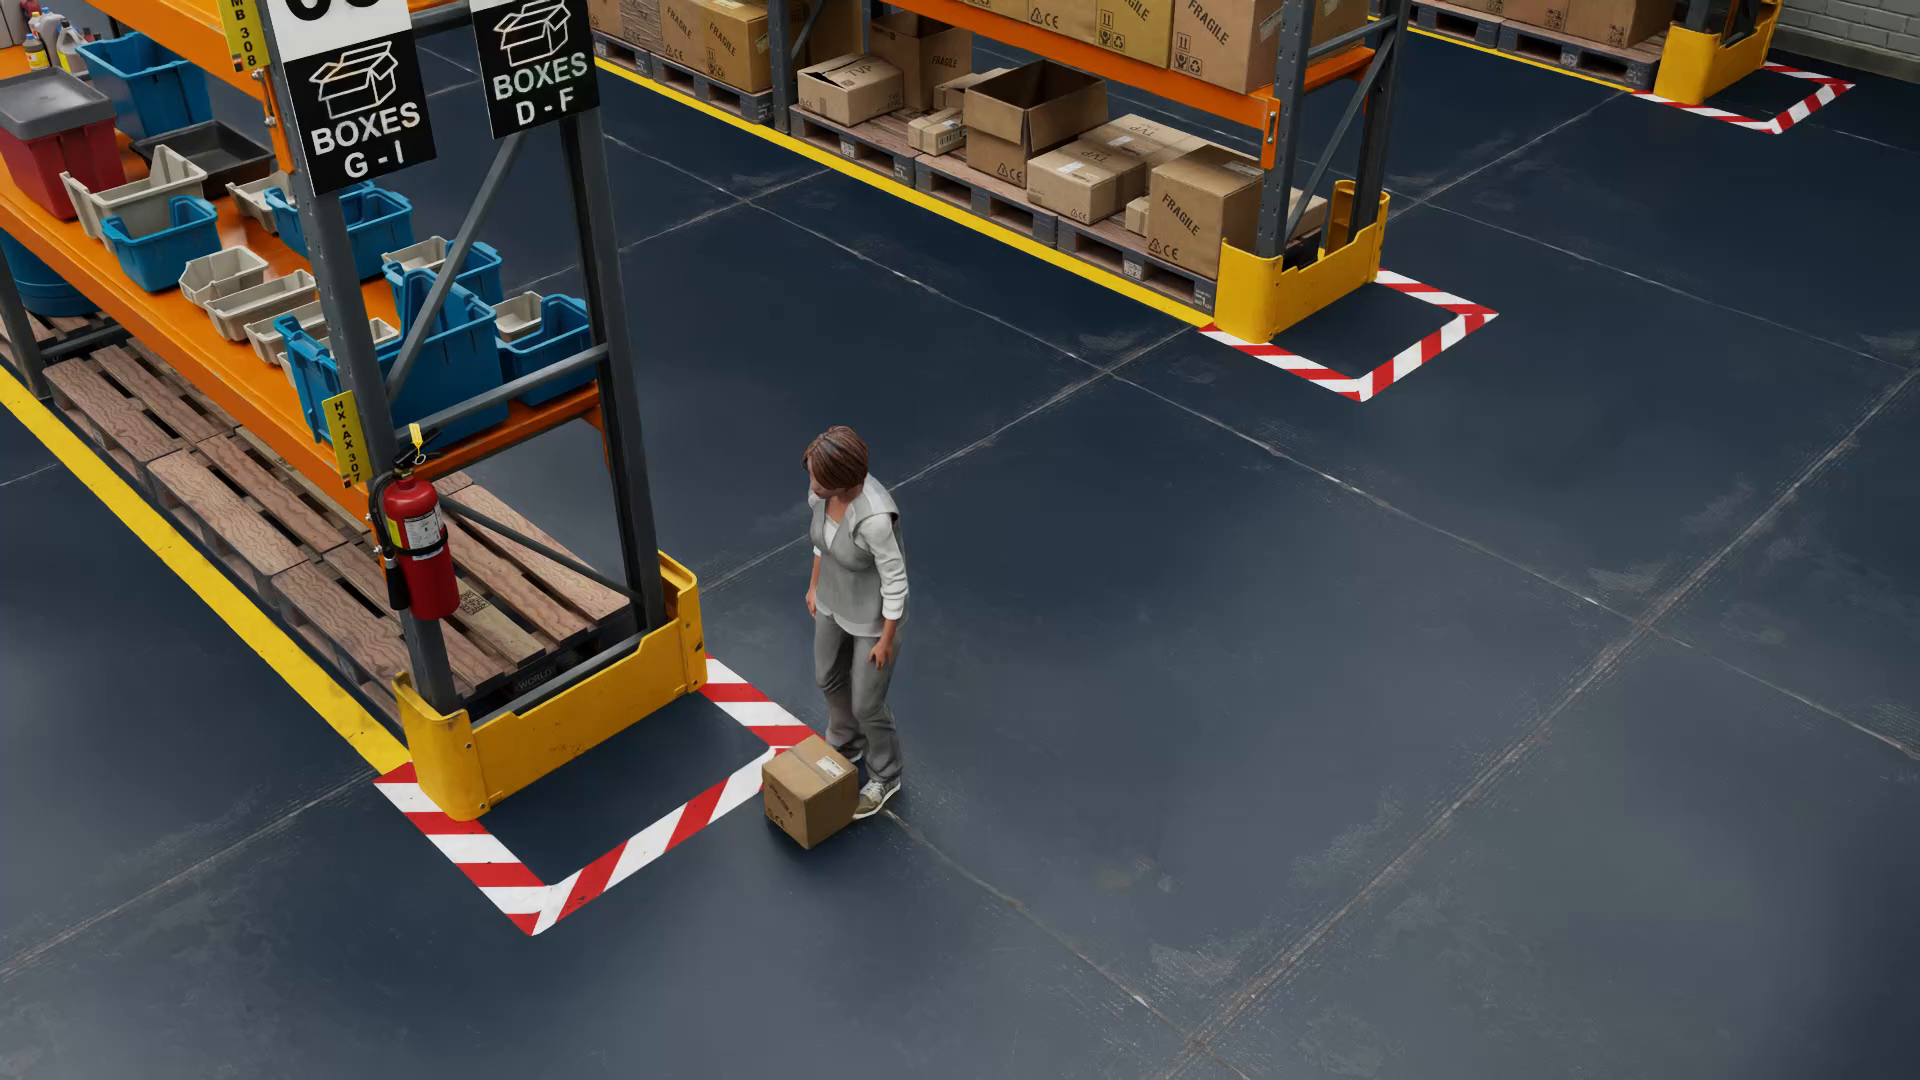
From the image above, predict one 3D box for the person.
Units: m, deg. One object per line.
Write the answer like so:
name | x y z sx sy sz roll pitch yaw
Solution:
person | -0.378 0.272 5.783 0.317 1.591 0.449 -28 44 -33
